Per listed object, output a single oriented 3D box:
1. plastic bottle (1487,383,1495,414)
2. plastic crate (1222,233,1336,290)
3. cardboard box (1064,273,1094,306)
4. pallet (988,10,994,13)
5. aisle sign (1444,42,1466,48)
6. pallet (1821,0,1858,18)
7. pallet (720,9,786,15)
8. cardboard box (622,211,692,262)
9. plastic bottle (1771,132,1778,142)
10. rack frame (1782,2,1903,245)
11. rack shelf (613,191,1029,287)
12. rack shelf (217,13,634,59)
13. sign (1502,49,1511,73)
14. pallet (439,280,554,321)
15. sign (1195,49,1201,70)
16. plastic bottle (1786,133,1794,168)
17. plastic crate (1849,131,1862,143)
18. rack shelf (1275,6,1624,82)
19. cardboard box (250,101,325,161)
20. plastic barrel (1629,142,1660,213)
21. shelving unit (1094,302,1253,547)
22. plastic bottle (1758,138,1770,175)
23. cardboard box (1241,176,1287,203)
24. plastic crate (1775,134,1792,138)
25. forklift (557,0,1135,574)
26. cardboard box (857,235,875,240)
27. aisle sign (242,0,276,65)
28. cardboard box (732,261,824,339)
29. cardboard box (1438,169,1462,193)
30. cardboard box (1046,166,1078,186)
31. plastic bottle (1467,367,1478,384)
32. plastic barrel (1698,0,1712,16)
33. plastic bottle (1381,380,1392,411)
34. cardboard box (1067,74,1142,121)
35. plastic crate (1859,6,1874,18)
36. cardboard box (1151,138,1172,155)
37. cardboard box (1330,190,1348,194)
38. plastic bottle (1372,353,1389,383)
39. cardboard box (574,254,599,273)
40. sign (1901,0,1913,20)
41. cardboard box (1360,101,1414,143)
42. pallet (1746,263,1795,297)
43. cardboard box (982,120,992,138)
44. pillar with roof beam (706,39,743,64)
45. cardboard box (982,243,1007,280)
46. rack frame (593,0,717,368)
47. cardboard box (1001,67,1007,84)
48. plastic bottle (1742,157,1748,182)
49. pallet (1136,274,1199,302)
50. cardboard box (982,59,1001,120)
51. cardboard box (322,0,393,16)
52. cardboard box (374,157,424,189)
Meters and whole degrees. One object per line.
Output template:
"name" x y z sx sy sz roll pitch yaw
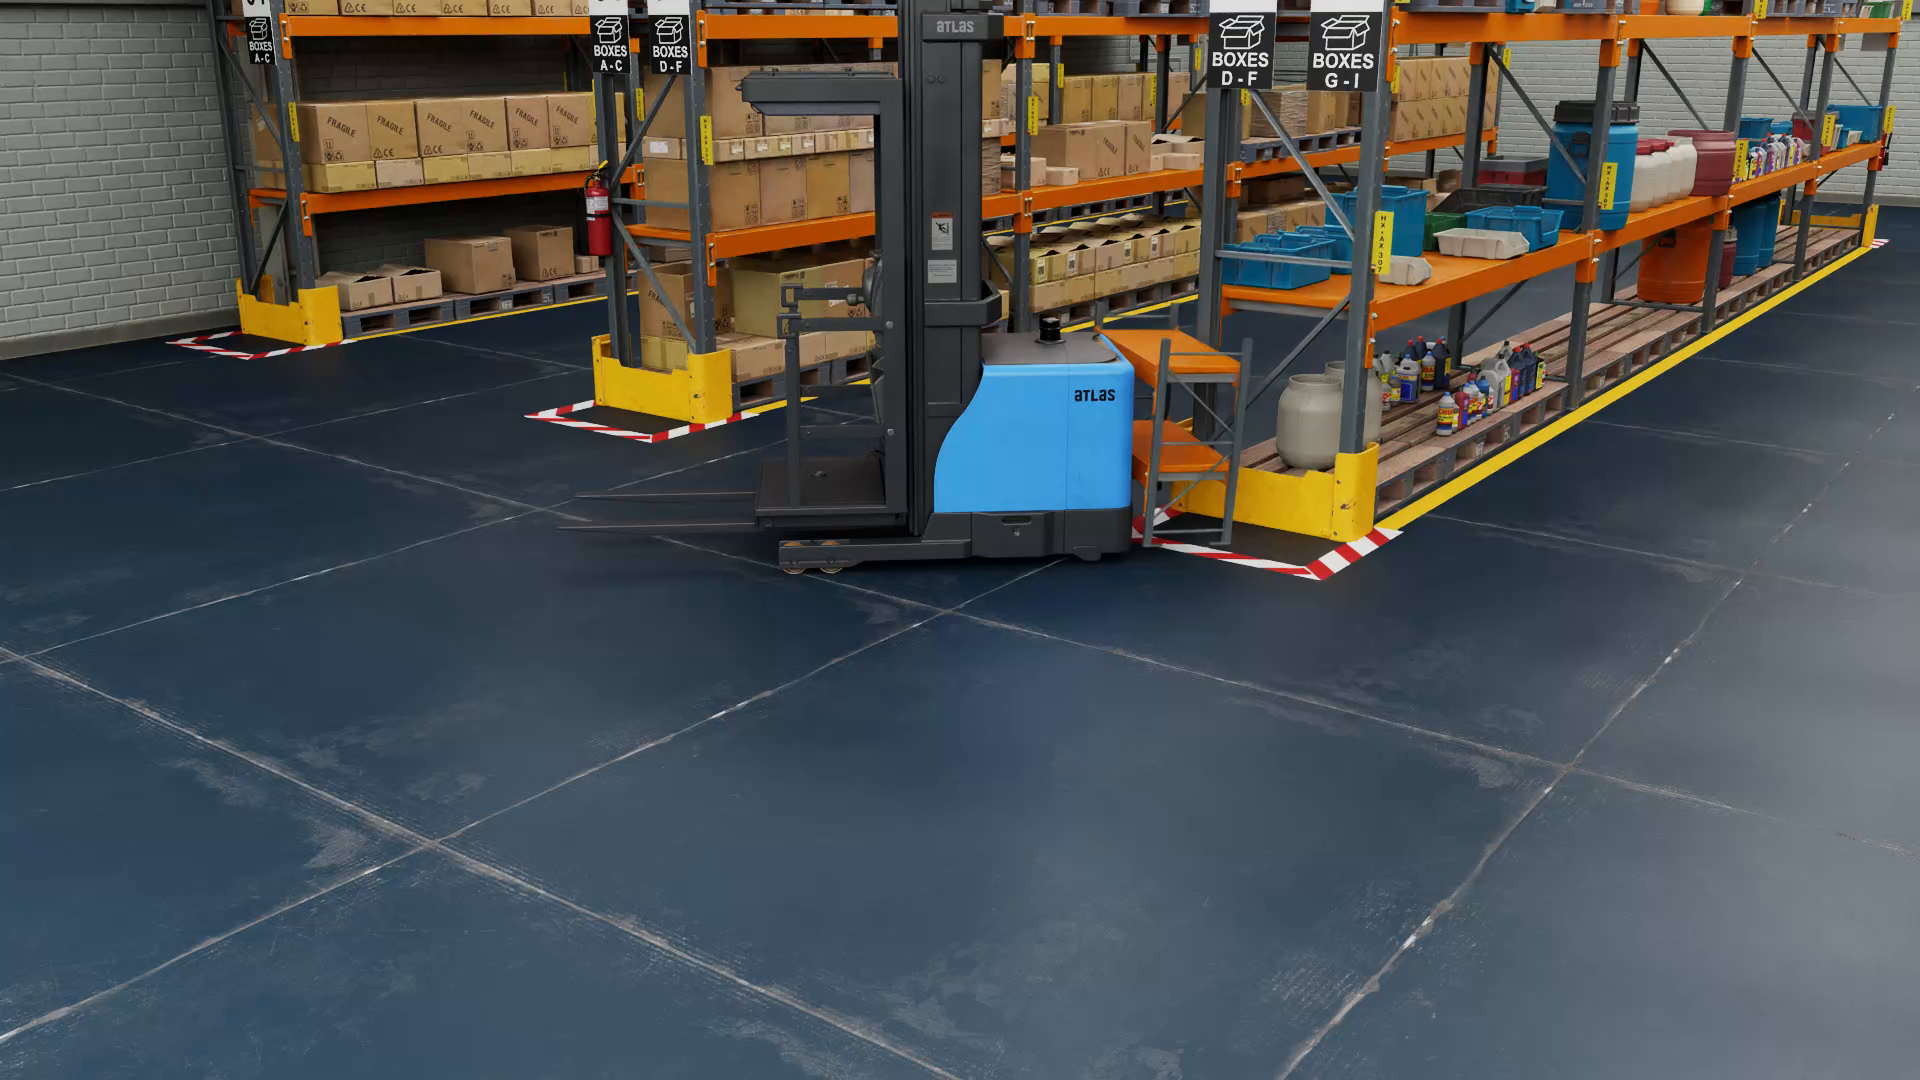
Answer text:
"plastic bottle" 3.560 -0.959 11.249 0.097 0.201 0.097 0 17 0
"plastic crate" 1.842 -1.631 9.689 0.499 0.251 0.616 12 21 35
"cardboard box" 0.937 -2.420 15.908 0.500 0.250 0.500 13 22 36
"pallet" 0.471 -7.253 22.807 0.805 0.209 1.217 11 21 33
"aisle sign" 7.146 -7.527 24.040 0.394 0.787 0.004 12 21 35
"pallet" 8.546 -5.527 17.243 1.213 0.211 1.003 12 21 35
"pallet" -2.720 -5.952 18.612 1.213 0.211 1.003 12 21 35
"cardboard box" -3.364 -3.428 18.698 0.700 0.500 0.500 13 22 37
"plastic bottle" 8.533 -4.113 17.515 0.144 0.351 0.185 12 21 35
"rack frame" 11.318 -5.341 21.385 1.000 3.000 0.127 12 21 35
"rack shelf" -1.000 -2.539 13.575 1.077 0.370 4.000 12 21 35
"rack shelf" -4.981 -4.846 15.946 1.077 0.370 4.000 12 21 35
"sign" 7.775 -6.818 23.657 0.100 0.325 0.005 12 21 35
"pallet" -4.887 -2.444 16.757 1.003 0.211 1.213 12 21 35
"sign" 3.789 -7.658 26.496 0.100 0.325 0.005 12 21 35
"plastic bottle" 8.649 -4.088 17.433 0.144 0.351 0.185 12 21 35
"plastic crate" 10.977 -5.017 20.687 0.396 0.136 0.243 12 21 35
"rack shelf" 2.976 -3.095 10.309 1.077 0.370 4.000 12 21 35
"cardboard box" -6.062 -3.727 15.141 0.500 0.500 0.500 12 21 34
"plastic barrel" 5.351 -2.912 13.333 0.433 0.535 0.433 0 17 0
"shelving unit" 1.120 -0.667 9.249 0.538 1.125 1.048 -2 19 -15
"plastic bottle" 7.993 -3.826 16.588 0.144 0.351 0.185 12 21 35
"cardboard box" 3.580 -4.209 19.948 0.500 0.250 0.500 12 21 34
"plastic crate" 9.730 -4.759 19.854 0.293 0.136 0.466 12 21 35
"forklift" -0.628 -1.385 8.760 3.031 2.935 1.130 -1 17 -4
"cardboard box" -0.628 -2.429 14.671 0.500 0.500 0.500 12 21 35
"aisle sign" -5.974 -4.452 14.139 0.394 0.787 0.004 12 21 35
"cardboard box" -1.397 -1.860 12.838 0.500 0.500 0.500 12 21 35
"cardboard box" 7.215 -5.060 23.955 0.500 0.500 0.500 12 21 35
"cardboard box" 0.884 -3.414 15.603 0.380 0.149 0.250 12 21 35
"plastic bottle" 3.523 -1.049 11.404 0.061 0.283 0.133 12 21 35
"plastic barrel" 6.445 -4.726 14.609 0.294 0.245 0.294 0 17 0
"plastic bottle" 2.892 -0.989 11.348 0.097 0.201 0.097 0 17 0
"cardboard box" 2.179 -6.756 25.437 0.980 0.700 0.700 11 20 32
"plastic crate" 10.286 -6.112 19.253 0.437 0.136 0.530 12 21 35
"cardboard box" 1.887 -4.090 17.508 0.500 0.311 0.500 12 21 34
"cardboard box" 4.894 -4.113 20.902 0.500 0.500 0.500 12 21 34
"plastic bottle" 2.877 -1.118 11.512 0.144 0.351 0.185 13 22 37
"cardboard box" -4.084 -2.958 17.746 0.380 0.166 0.250 9 20 28
"sign" 11.769 -6.630 20.655 0.100 0.325 0.005 12 21 35
"cardboard box" 5.481 -5.385 21.359 0.500 0.500 0.500 13 22 36
"pallet" 8.441 -2.880 18.162 1.003 0.211 1.213 12 21 35
"cardboard box" 0.053 -3.555 14.373 0.380 0.149 0.250 12 21 34
"pillar with roof beam" 0.583 -7.134 17.042 9.100 9.000 0.400 12 21 35
"cardboard box" 0.203 -2.661 15.739 0.500 0.311 0.500 12 21 35
"rack frame" -2.192 -2.406 11.935 1.000 3.000 0.127 12 21 35
"cardboard box" 0.289 -6.298 22.499 0.500 0.250 0.500 13 21 36
"plastic bottle" 7.460 -3.560 15.846 0.061 0.283 0.133 12 21 35
"pallet" 2.053 -2.791 17.875 1.003 0.211 1.213 12 21 35
"cardboard box" -0.068 -3.920 14.451 0.700 0.500 0.500 13 21 35
"cardboard box" -5.424 -4.928 14.794 0.500 0.500 0.500 14 22 38
"cardboard box" -5.329 -3.405 15.370 0.500 0.250 0.500 12 21 33
